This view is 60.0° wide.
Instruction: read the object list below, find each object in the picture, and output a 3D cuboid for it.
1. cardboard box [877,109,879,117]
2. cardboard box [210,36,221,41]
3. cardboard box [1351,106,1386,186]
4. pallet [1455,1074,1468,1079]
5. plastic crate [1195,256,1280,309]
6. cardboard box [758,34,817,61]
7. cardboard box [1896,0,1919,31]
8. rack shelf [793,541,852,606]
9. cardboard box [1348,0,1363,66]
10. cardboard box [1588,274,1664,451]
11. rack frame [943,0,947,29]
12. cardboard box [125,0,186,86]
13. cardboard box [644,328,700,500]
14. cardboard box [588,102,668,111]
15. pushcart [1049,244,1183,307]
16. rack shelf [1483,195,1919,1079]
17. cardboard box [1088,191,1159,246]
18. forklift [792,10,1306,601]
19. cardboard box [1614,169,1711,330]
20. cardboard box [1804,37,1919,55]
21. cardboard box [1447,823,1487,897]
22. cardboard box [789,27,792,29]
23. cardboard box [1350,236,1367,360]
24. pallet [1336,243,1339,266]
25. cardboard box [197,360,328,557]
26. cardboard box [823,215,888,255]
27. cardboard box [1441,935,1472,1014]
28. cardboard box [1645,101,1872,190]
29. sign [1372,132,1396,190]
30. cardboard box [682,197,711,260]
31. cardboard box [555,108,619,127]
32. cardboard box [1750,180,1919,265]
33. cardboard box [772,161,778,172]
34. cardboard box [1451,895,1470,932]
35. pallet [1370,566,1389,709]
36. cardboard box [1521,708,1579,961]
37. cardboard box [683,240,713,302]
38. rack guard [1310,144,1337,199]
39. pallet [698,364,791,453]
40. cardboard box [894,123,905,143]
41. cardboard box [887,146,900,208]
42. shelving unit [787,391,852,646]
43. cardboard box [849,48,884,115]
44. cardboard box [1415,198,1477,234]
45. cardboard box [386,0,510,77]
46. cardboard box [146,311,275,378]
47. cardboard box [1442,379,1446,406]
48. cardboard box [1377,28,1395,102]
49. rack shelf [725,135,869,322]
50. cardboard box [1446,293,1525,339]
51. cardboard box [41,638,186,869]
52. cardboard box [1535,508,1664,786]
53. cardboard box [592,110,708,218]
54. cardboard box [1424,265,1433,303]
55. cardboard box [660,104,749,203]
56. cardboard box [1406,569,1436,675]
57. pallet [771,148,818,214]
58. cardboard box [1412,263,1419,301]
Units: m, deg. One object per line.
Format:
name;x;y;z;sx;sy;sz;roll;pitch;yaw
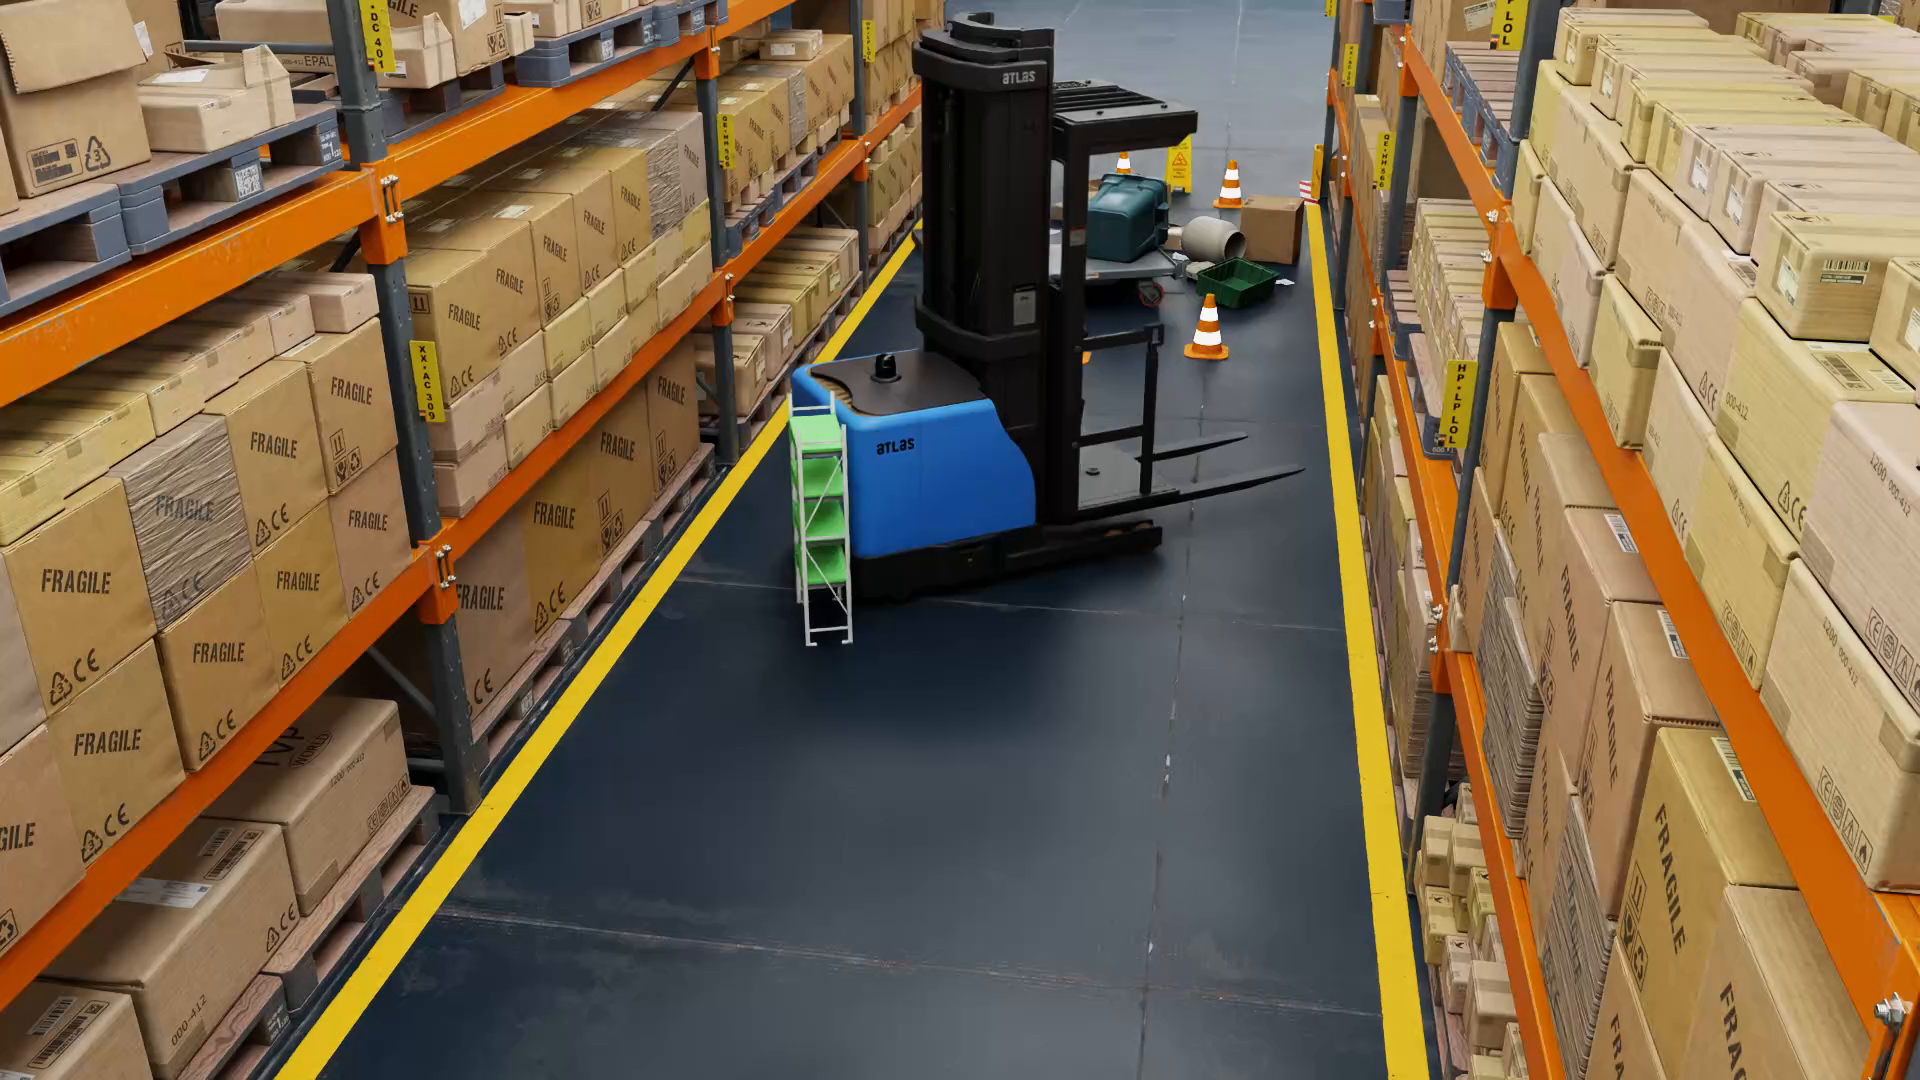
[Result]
cardboard box;-0.918;-3.782;14.587;0.380;0.149;0.250;4;25;8
cardboard box;-6.387;-4.397;14.723;0.380;0.149;0.250;4;25;8
cardboard box;3.178;-2.896;12.280;0.500;0.500;0.500;4;25;9
pallet;2.032;2.141;4.927;1.003;0.211;1.213;4;25;9
plastic crate;2.347;-2.179;14.115;0.450;0.188;0.662;29;36;30
cardboard box;-1.263;-3.613;12.202;0.380;0.149;0.250;3;25;6
cardboard box;8.694;-4.763;14.739;0.500;0.500;0.500;4;25;9
rack shelf;-0.721;0.164;8.700;0.258;0.148;0.480;-4;25;-9
cardboard box;3.680;-4.210;13.755;0.875;0.550;0.550;4;25;9
cardboard box;1.701;-0.387;3.678;0.500;0.250;0.500;5;26;11
rack frame;-0.635;-5.236;17.399;1.000;3.000;0.127;4;25;9
cardboard box;-2.900;-1.625;5.415;0.500;0.500;0.500;4;25;9
cardboard box;-2.138;-0.835;10.007;0.875;0.875;0.875;4;25;8
cardboard box;-2.143;-2.470;10.525;0.500;0.500;0.500;3;25;7
pushcart;0.969;-2.239;14.088;1.648;0.377;0.936;-5;25;-10
rack shelf;1.977;-0.113;3.764;1.077;0.370;4.000;4;25;9
cardboard box;1.431;-2.866;15.118;0.797;0.637;0.503;4;25;9
forklift;0.605;-1.411;9.308;3.031;2.935;1.130;-11;27;-23
cardboard box;1.737;-0.609;3.563;0.500;0.250;0.500;3;25;6
cardboard box;2.491;-1.248;4.457;0.380;0.149;0.250;4;25;8
cardboard box;1.939;1.155;5.909;0.380;0.149;0.250;5;26;11
cardboard box;-1.304;-4.380;15.099;0.500;0.500;0.500;5;25;10
cardboard box;3.437;-1.765;12.141;1.050;0.750;0.750;4;25;9
pallet;3.812;-2.312;14.441;1.003;0.211;1.213;4;25;9
cardboard box;-2.492;-0.288;5.529;0.500;0.500;0.500;4;25;8
cardboard box;-0.926;-2.736;14.806;0.500;0.250;0.500;3;25;6
cardboard box;1.894;1.533;5.804;0.380;0.149;0.250;4;25;8
cardboard box;1.725;-0.853;3.612;0.380;0.149;0.250;3;25;7
sign;2.409;-2.151;9.442;0.100;0.325;0.005;4;25;9
cardboard box;-1.771;-1.829;9.706;0.500;0.250;0.500;4;25;8
cardboard box;-2.265;-2.199;9.613;0.500;0.500;0.500;3;25;7
cardboard box;1.630;-0.524;2.911;0.380;0.149;0.250;3;25;7
cardboard box;-1.501;-2.658;11.691;0.380;0.149;0.250;5;26;11
cardboard box;1.976;1.291;5.971;0.380;0.149;0.250;4;25;9
pallet;2.626;0.509;8.414;1.003;0.211;1.213;4;25;9
cardboard box;1.724;0.735;4.173;0.500;0.500;0.500;5;26;11
cardboard box;-1.769;-1.593;9.792;0.500;0.250;0.500;3;25;7
rack guard;4.269;-3.814;17.308;1.175;0.500;0.348;4;25;9
pallet;-1.814;-0.954;11.540;1.003;0.211;1.213;4;25;9
cardboard box;-0.723;-3.746;15.313;0.380;0.149;0.250;5;26;12
cardboard box;-0.850;-3.301;15.127;0.500;0.500;0.500;5;26;11
shelving unit;-0.721;-0.111;8.572;0.258;1.200;0.503;-4;25;-9
cardboard box;-0.942;-3.908;14.092;0.500;0.500;0.500;4;25;8
cardboard box;2.690;-1.754;9.058;0.380;0.149;0.250;4;25;9
cardboard box;-2.166;-2.160;6.675;0.500;0.500;0.500;4;25;8
cardboard box;-2.533;-0.652;5.543;0.380;0.149;0.250;4;25;9
cardboard box;2.339;-0.607;7.310;0.380;0.149;0.250;3;25;6
cardboard box;3.536;-3.553;12.505;0.700;0.500;0.500;4;25;8
rack shelf;-1.616;-2.401;12.190;1.077;0.370;4.000;4;25;9
cardboard box;2.390;-0.989;7.424;0.380;0.149;0.250;3;25;6
cardboard box;-2.667;0.594;4.826;0.500;0.500;0.500;5;26;10
cardboard box;1.722;0.263;4.001;0.500;0.500;0.500;3;25;7
cardboard box;-1.769;-2.154;9.517;0.500;0.500;0.500;3;25;7
cardboard box;2.557;-1.282;8.400;0.380;0.149;0.250;4;25;9
cardboard box;-1.641;-2.433;10.445;0.500;0.500;0.500;3;25;7
cardboard box;2.176;0.356;7.019;0.500;0.250;0.500;3;25;7
pallet;-1.660;-2.634;12.066;1.003;0.211;1.213;4;25;9
cardboard box;2.641;-1.381;8.963;0.380;0.149;0.250;5;26;11
